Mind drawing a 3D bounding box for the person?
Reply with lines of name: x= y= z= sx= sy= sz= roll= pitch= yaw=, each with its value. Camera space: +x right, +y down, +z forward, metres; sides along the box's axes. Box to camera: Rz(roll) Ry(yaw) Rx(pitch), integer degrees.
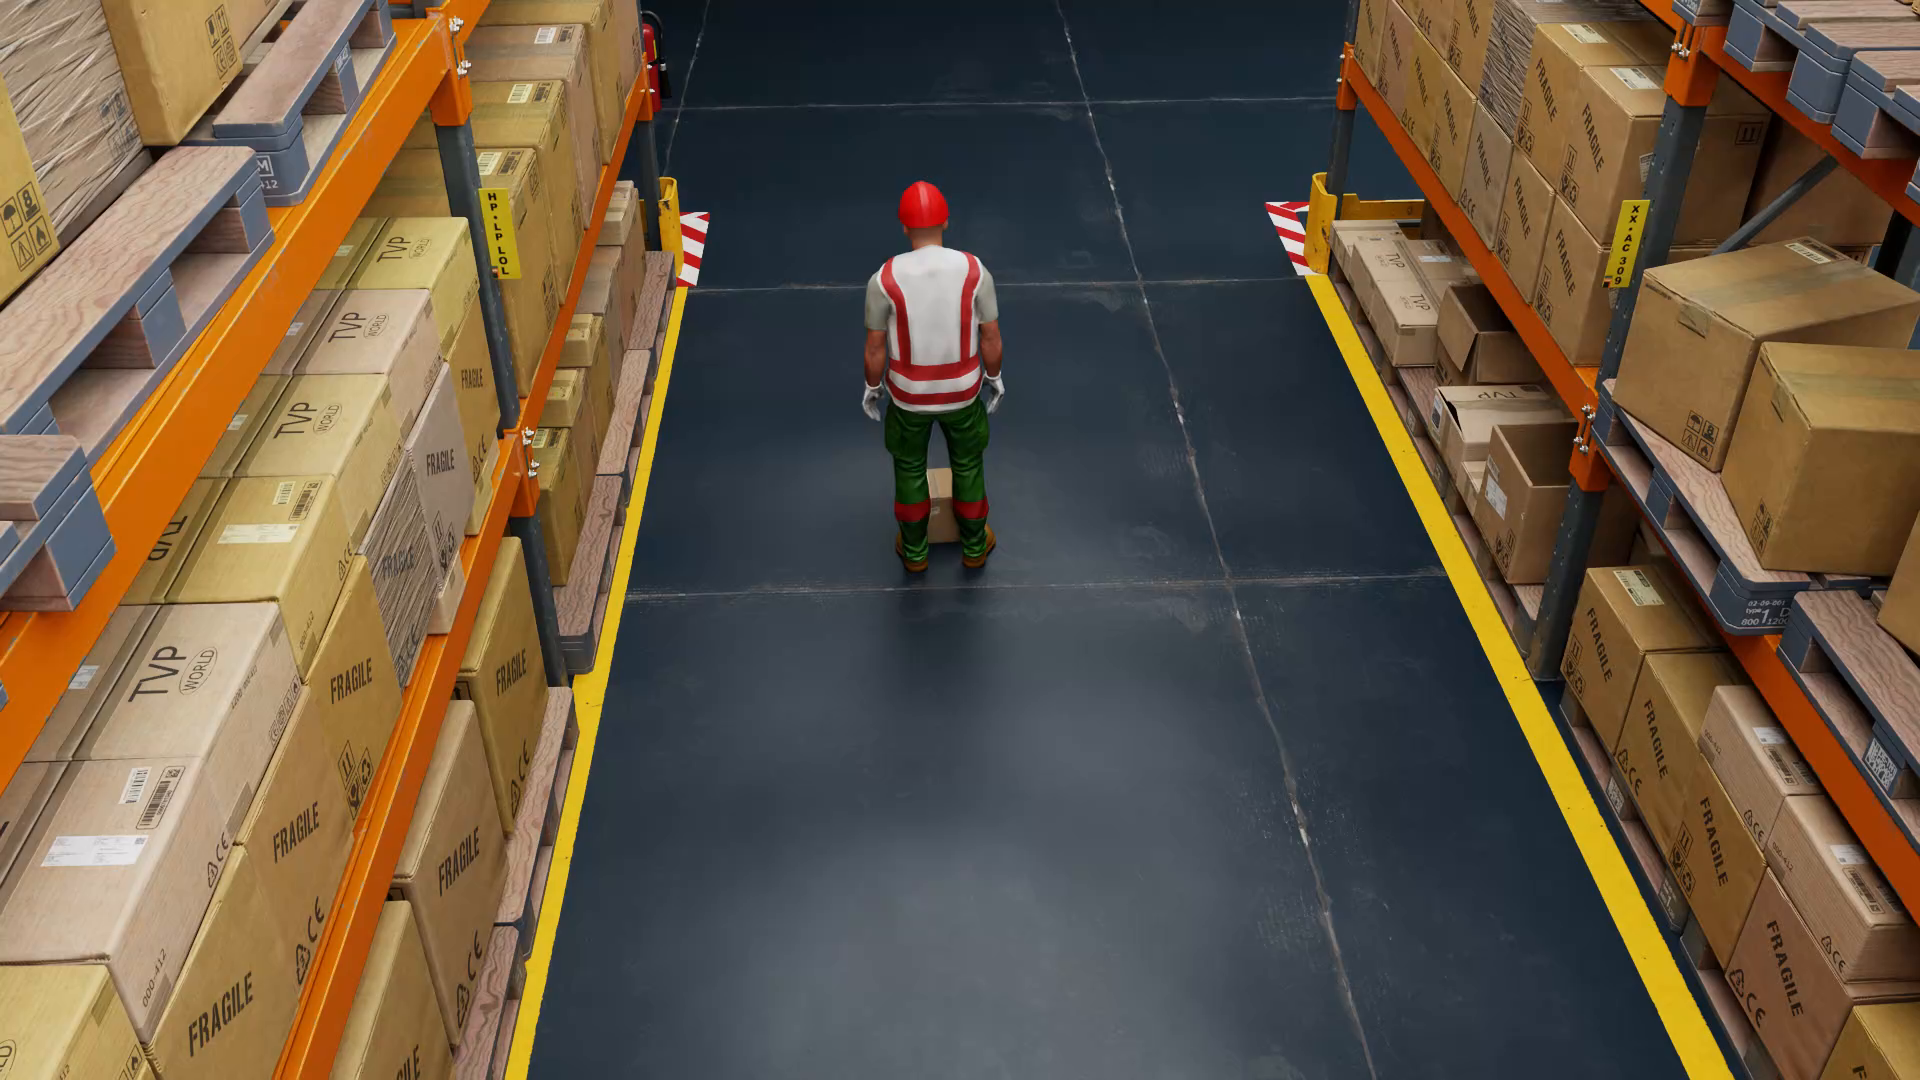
person: x=-0.113 y=-0.654 z=7.070 sx=0.611 sy=1.778 sz=0.451 roll=-3 pitch=35 yaw=-5
